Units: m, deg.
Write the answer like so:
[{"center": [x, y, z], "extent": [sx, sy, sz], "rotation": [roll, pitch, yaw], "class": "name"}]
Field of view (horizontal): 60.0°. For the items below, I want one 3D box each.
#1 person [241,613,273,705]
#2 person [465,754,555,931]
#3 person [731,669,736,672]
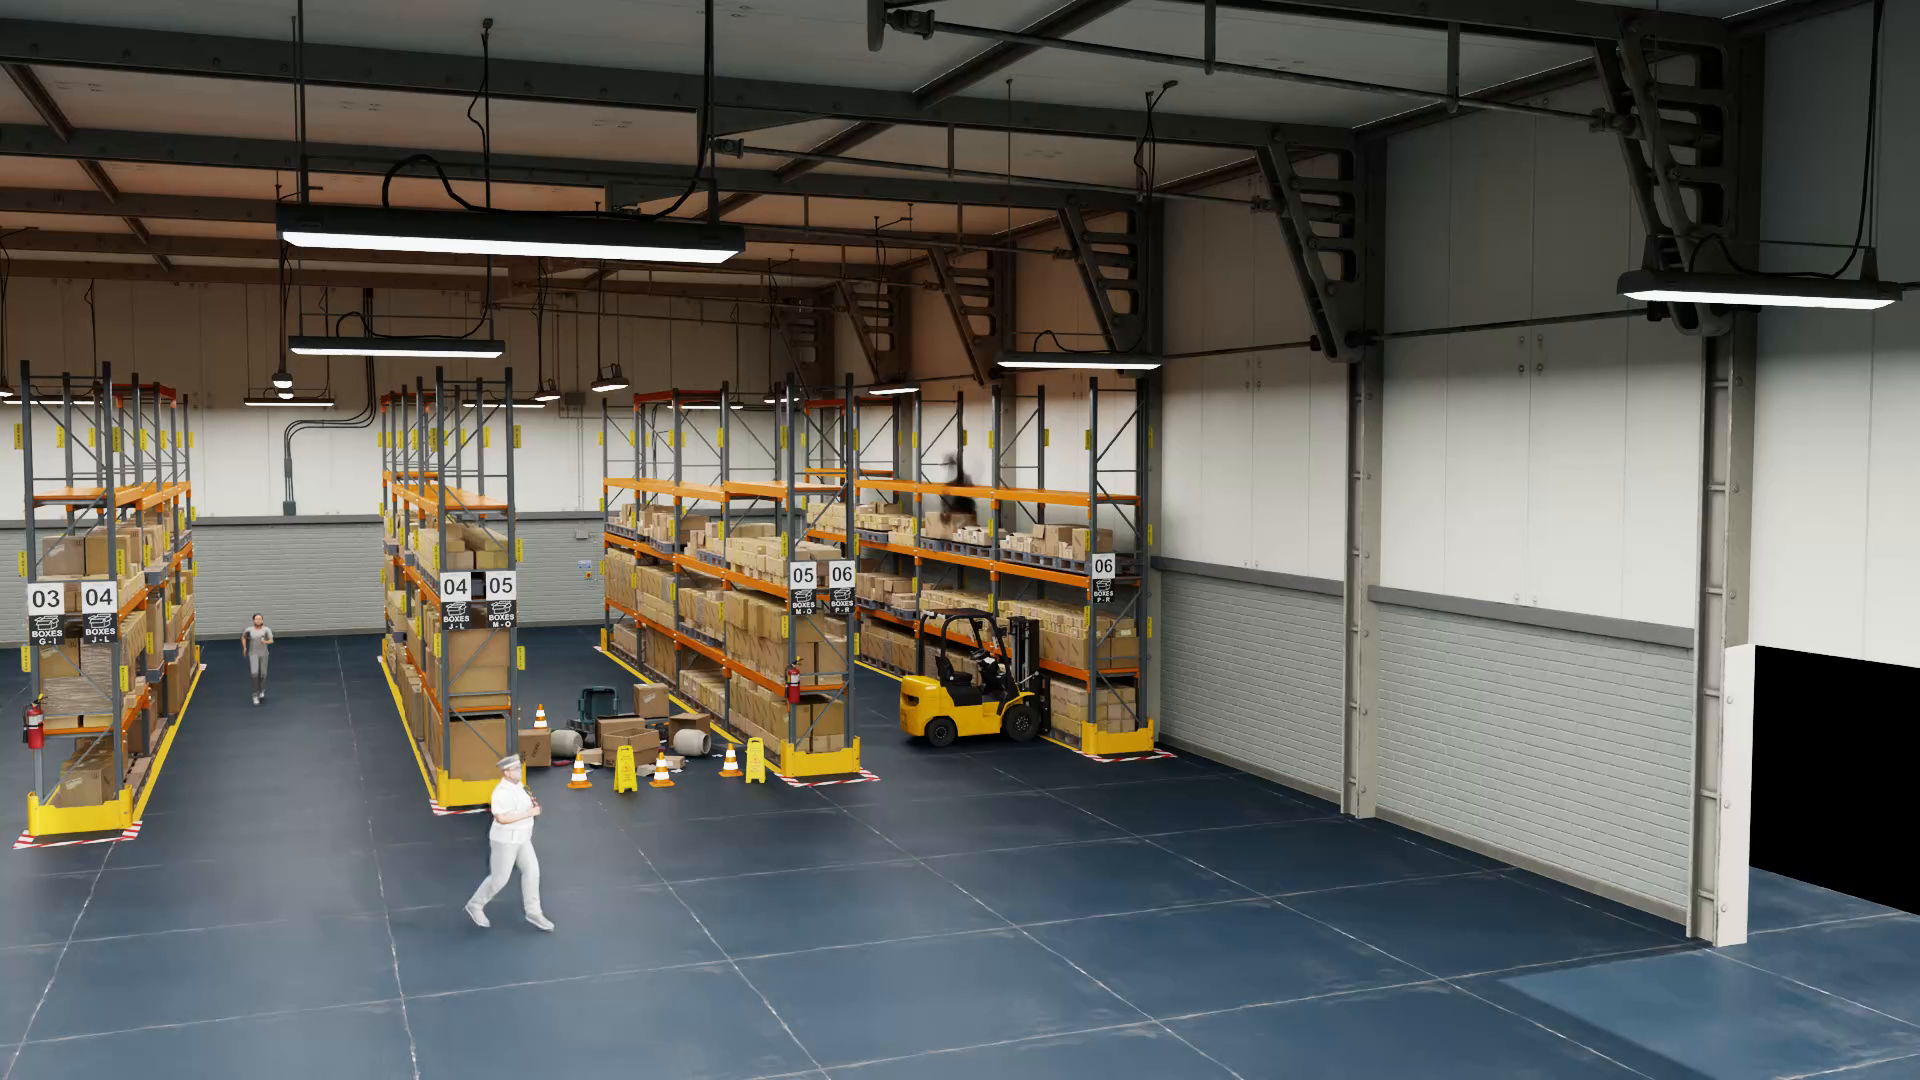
[{"center": [-13.411, 2.256, 31.772], "extent": [0.539, 1.718, 0.772], "rotation": [-2, 4, -29], "class": "person"}, {"center": [-4.607, 3.077, 16.958], "extent": [0.909, 1.815, 0.681], "rotation": [1, 4, 12], "class": "person"}, {"center": [-4.781, 2.032, 35.628], "extent": [0.575, 1.651, 0.590], "rotation": [-2, 4, -27], "class": "person"}]
